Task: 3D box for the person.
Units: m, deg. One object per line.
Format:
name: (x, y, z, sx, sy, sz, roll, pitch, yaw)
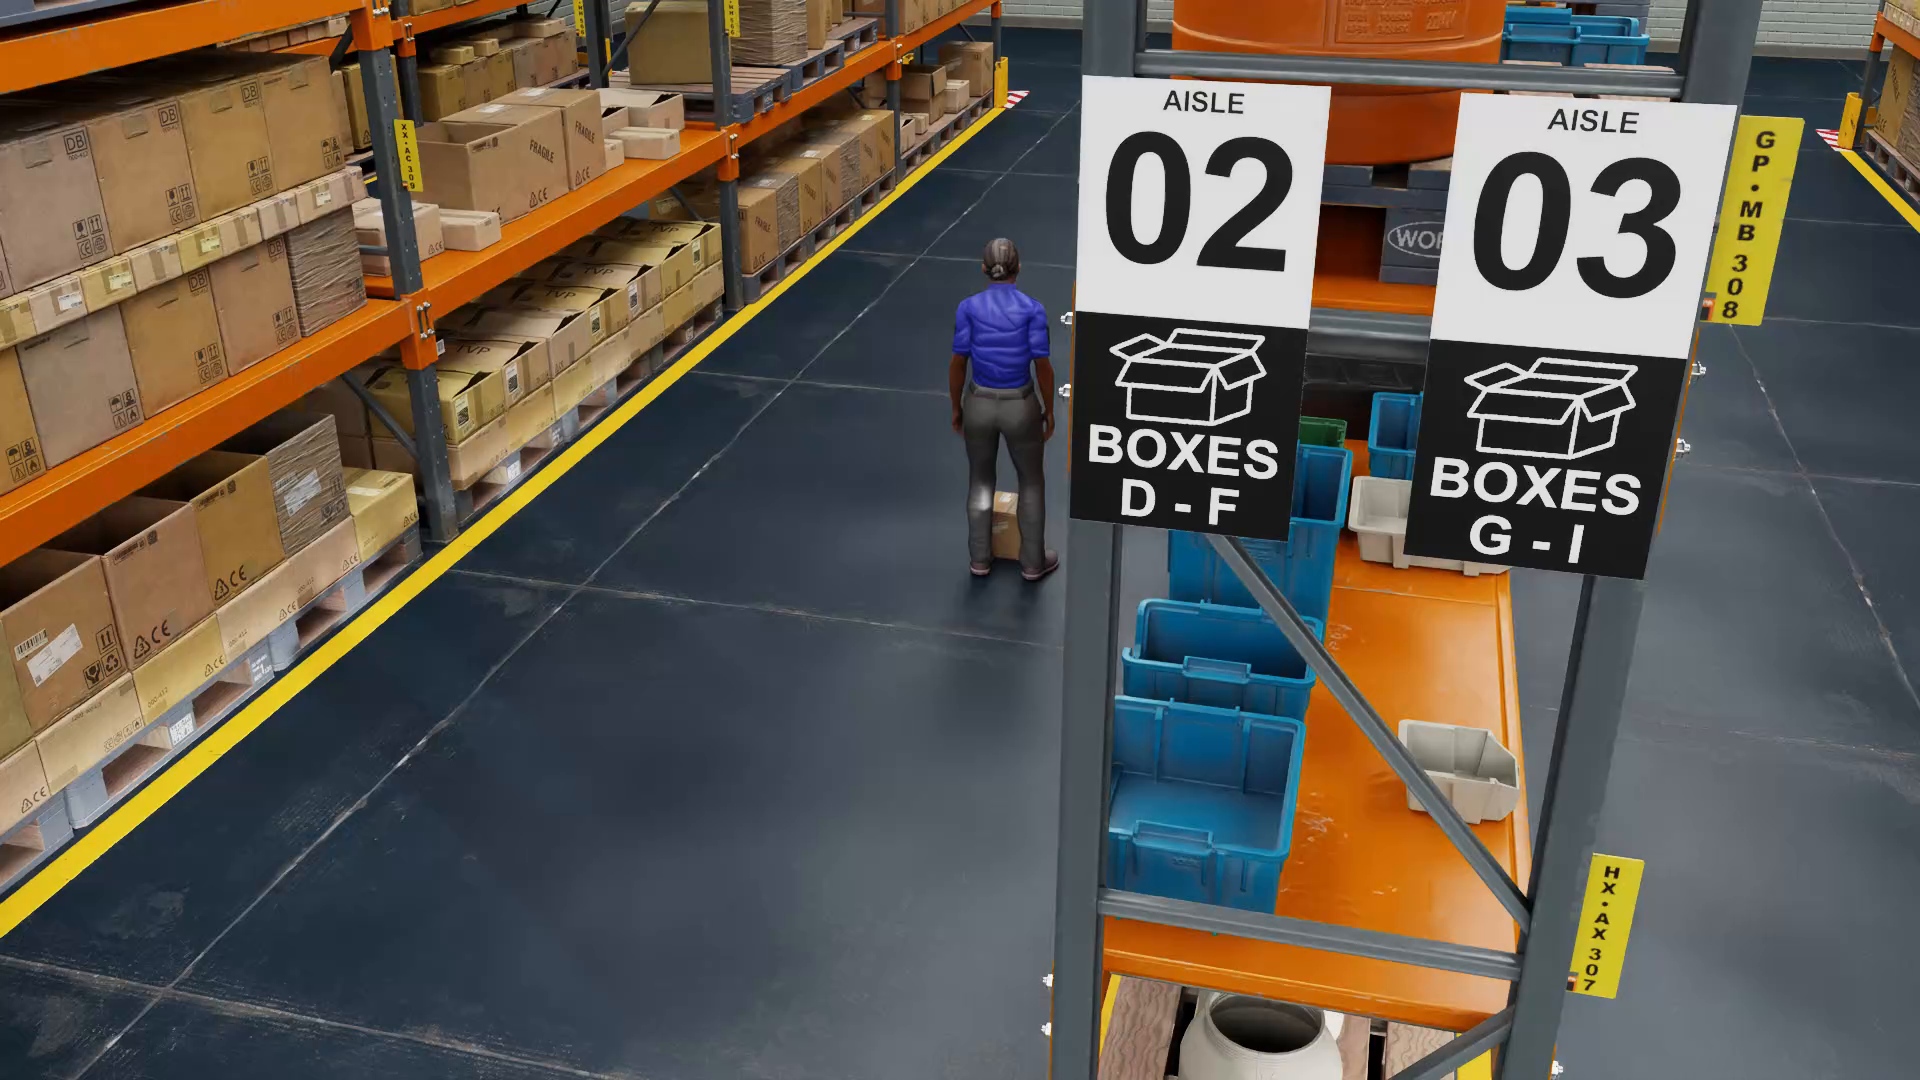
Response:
person: (0.215, -0.605, 7.886, 0.530, 1.653, 0.352, 5, 26, 10)
